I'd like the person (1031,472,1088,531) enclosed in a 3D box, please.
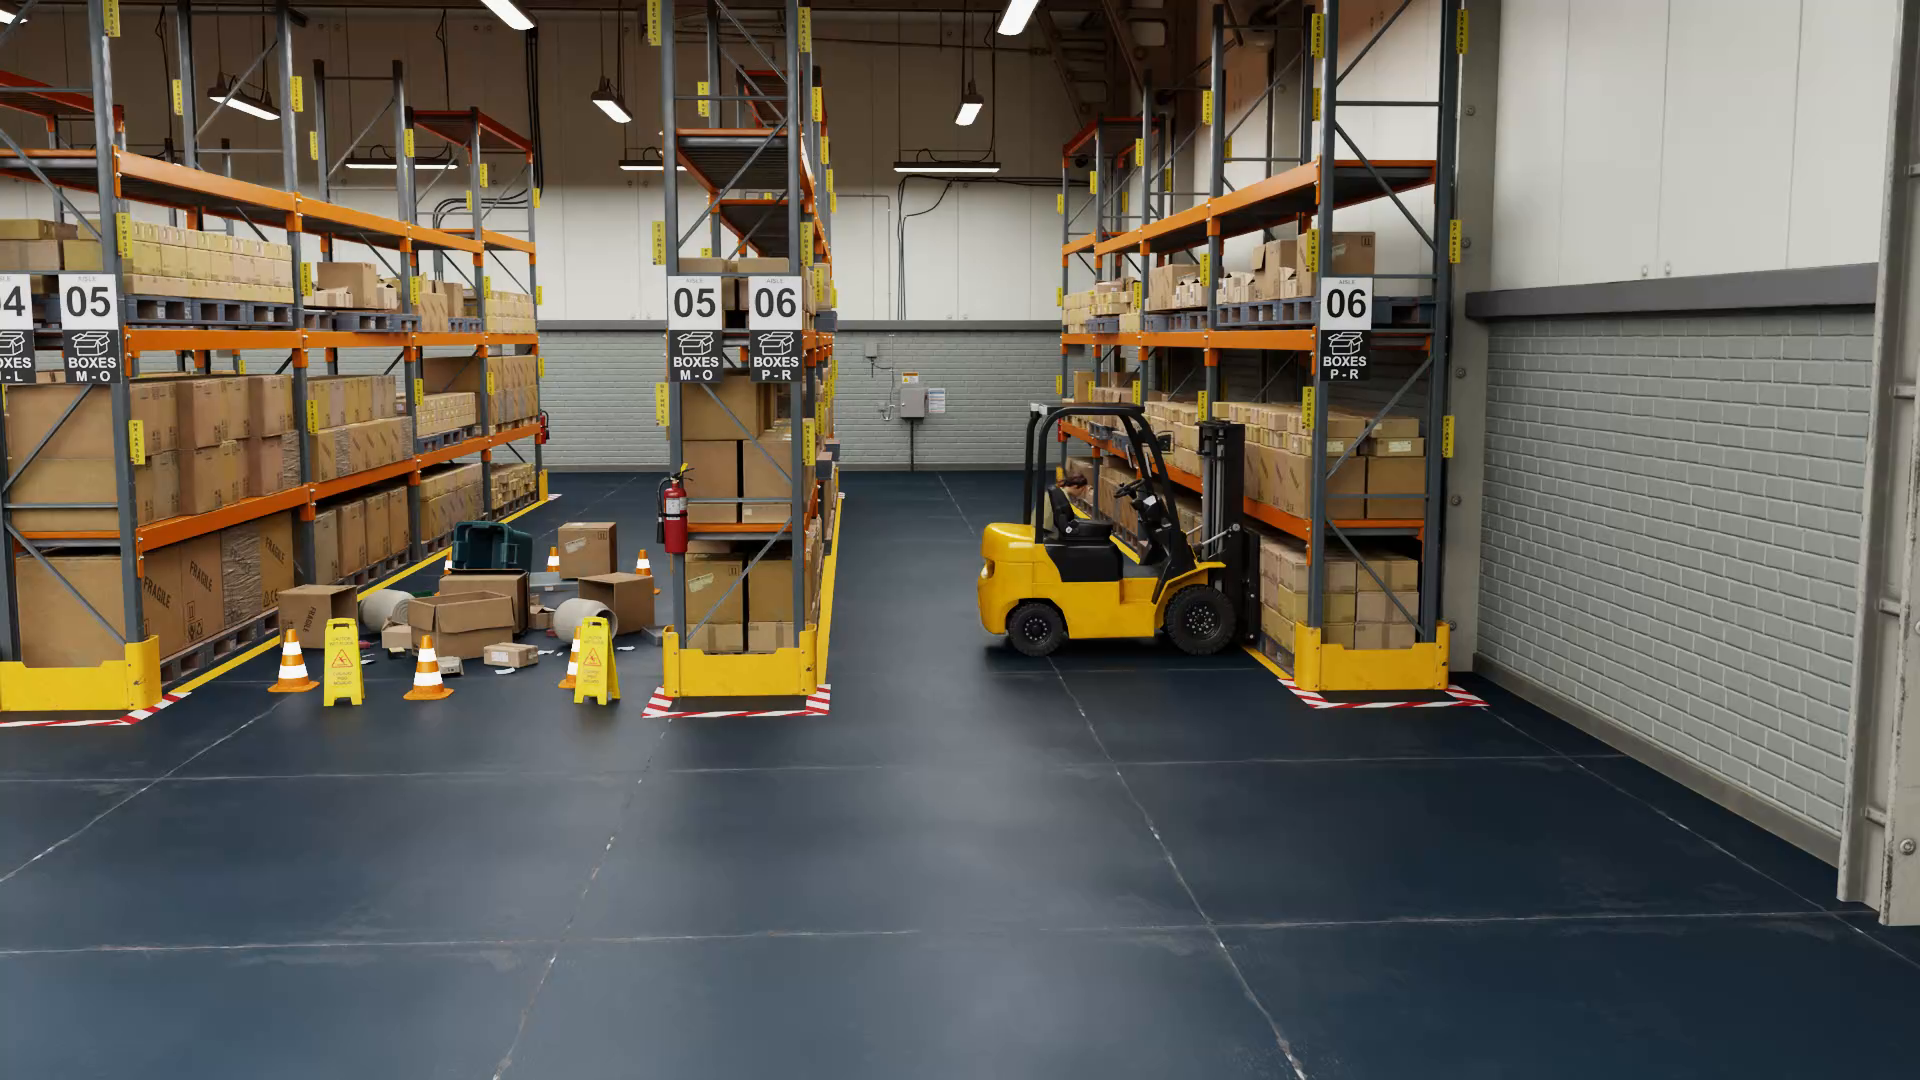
[{"bbox_3d":[1.002,-0.025,17.280,0.650,1.363,0.511,0,7,-4],"label":"person"}]
